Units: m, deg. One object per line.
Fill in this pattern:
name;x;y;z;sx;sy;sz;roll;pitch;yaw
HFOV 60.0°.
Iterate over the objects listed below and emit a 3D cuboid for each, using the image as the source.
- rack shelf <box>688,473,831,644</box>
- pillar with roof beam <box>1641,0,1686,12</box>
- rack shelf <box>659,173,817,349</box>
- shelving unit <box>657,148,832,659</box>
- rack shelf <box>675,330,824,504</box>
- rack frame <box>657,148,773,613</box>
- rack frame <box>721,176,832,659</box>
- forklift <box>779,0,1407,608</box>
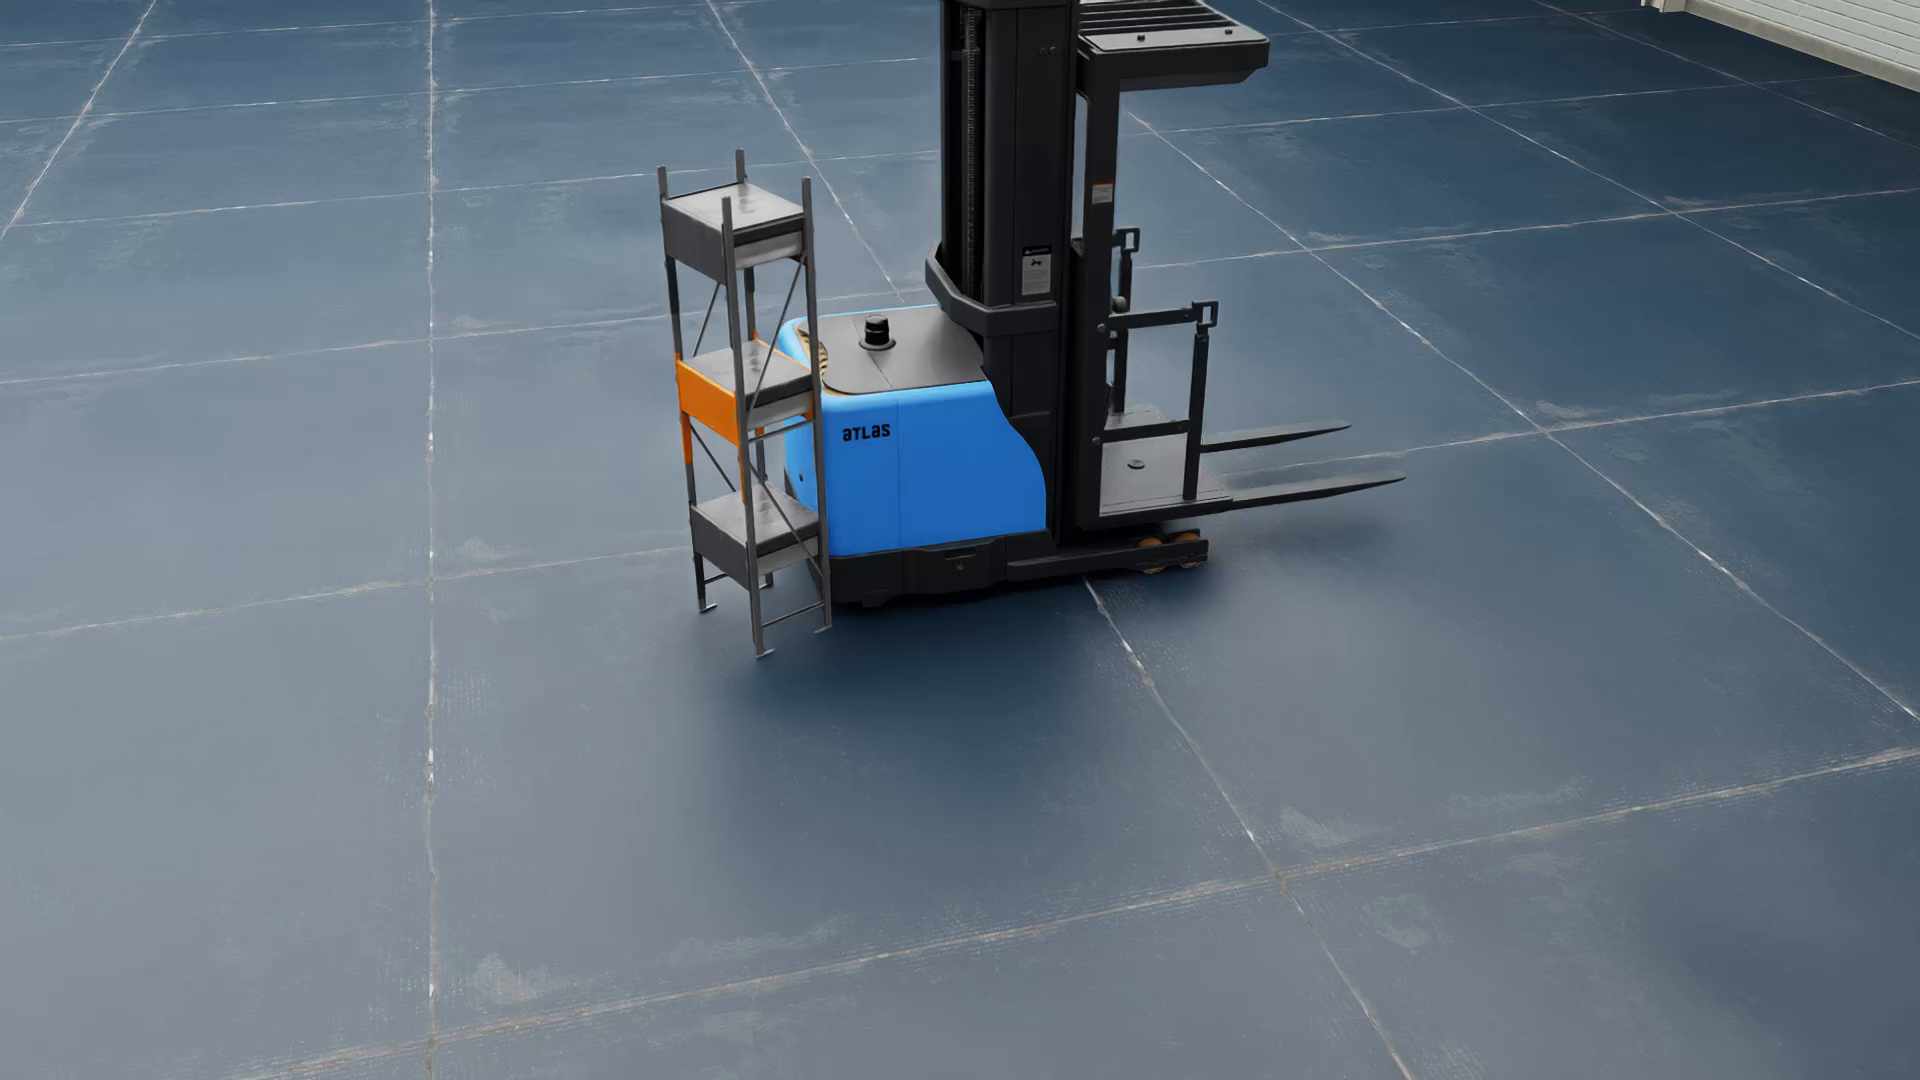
rack shelf;-0.894;0.074;7.448;0.431;0.518;0.480;-22;36;-33
pillar with roof beam;3.655;-9.230;15.213;9.100;9.000;0.400;-8;31;-13
rack shelf;-0.897;-1.139;6.750;0.431;0.518;0.480;-22;36;-33
shelving unit;-0.896;-0.544;7.093;0.431;2.100;0.503;-22;36;-33
rack shelf;-0.896;-0.532;7.099;0.431;0.518;0.480;-22;36;-33
rack frame;-1.048;-0.639;7.258;0.400;2.100;0.015;-22;36;-33
rack frame;-0.743;-0.449;6.927;0.400;2.100;0.015;-22;36;-33
forklift;0.700;-1.356;7.666;3.031;2.935;1.130;-8;31;-13
